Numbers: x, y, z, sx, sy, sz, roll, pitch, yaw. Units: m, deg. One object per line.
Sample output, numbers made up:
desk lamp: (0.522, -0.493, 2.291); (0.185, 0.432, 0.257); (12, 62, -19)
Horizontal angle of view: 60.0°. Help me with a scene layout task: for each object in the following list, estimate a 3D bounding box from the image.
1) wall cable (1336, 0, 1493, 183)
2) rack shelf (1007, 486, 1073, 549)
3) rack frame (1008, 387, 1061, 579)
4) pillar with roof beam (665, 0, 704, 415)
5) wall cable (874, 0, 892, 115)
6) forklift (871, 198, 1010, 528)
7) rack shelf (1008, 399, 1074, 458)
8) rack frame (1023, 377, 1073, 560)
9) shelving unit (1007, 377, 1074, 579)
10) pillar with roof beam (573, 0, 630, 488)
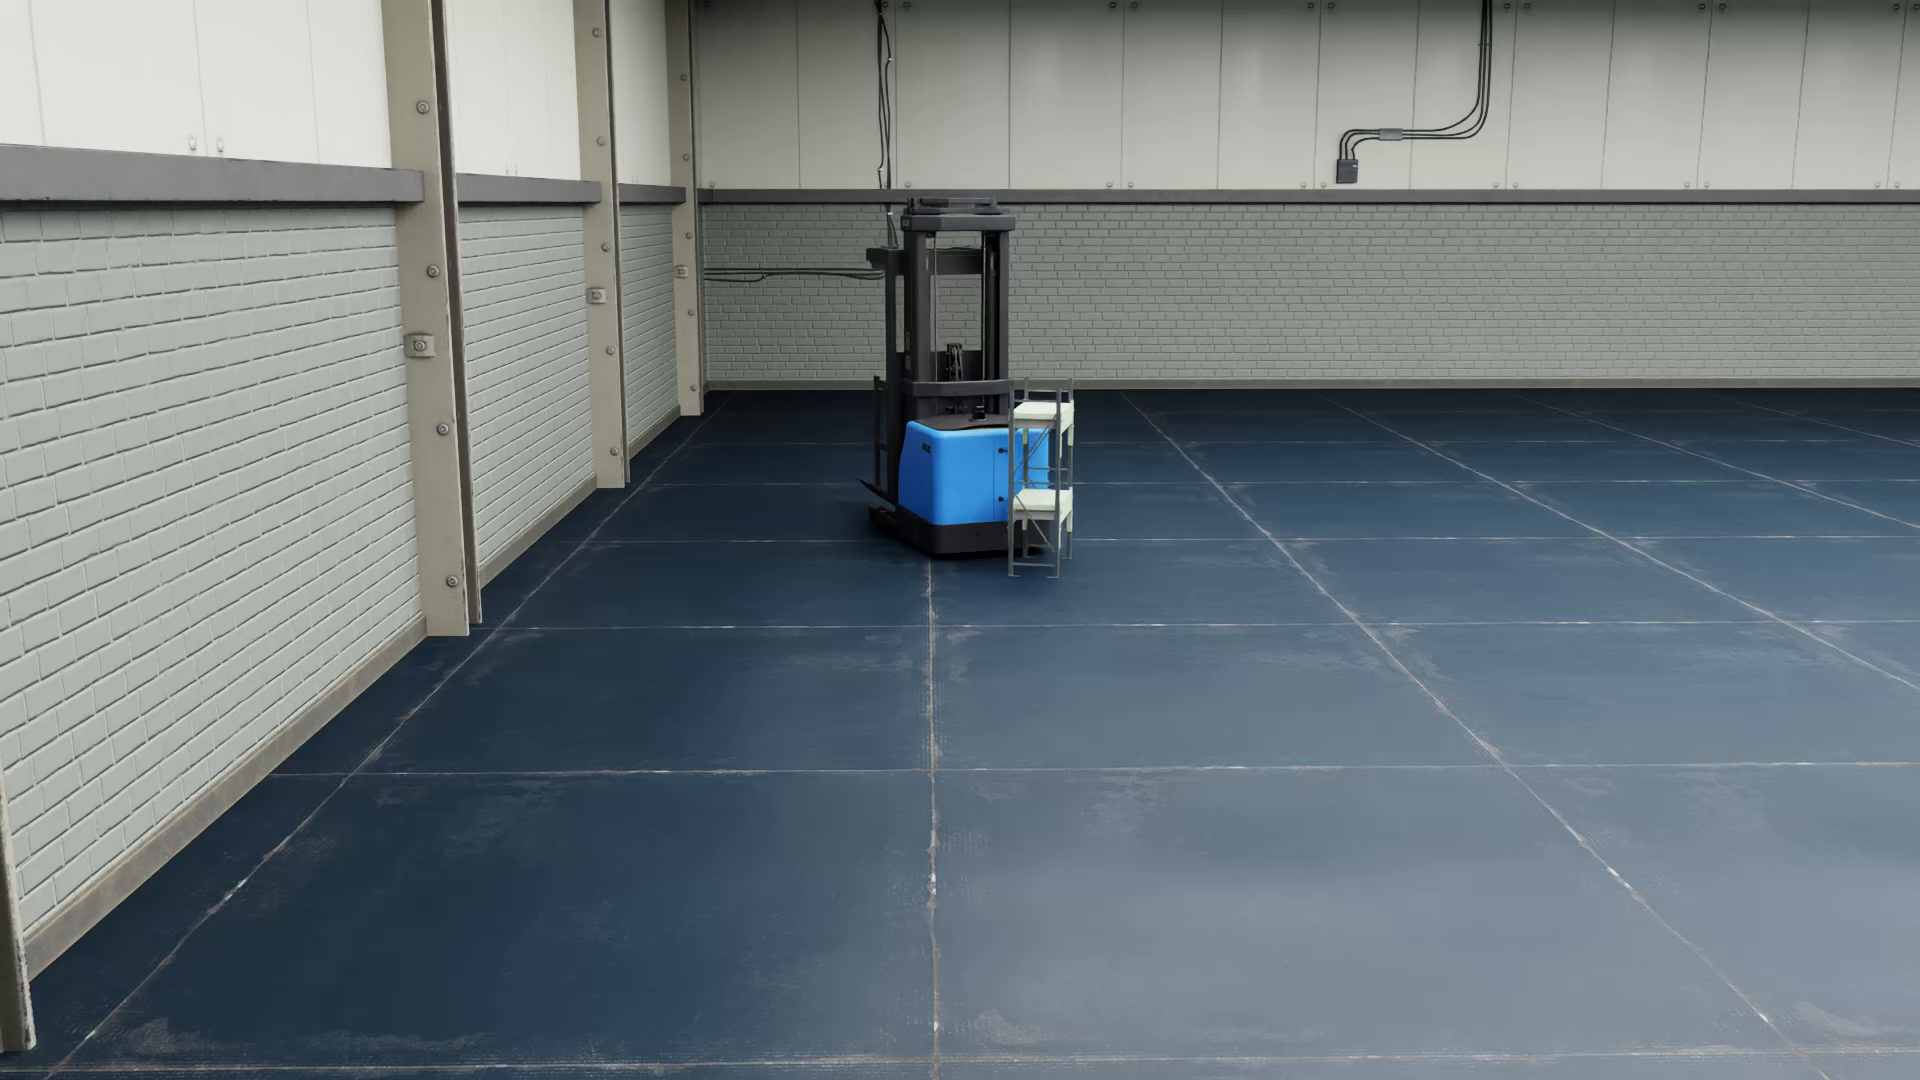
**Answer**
wall cable: (6.986, -8.475, 25.146); (2.305, 6.003, 0.169); (0, 11, -1)
rack shelf: (0.650, -0.191, 13.366); (0.431, 0.370, 0.720); (2, 12, 11)
rack frame: (0.579, -0.439, 12.949); (0.400, 1.500, 0.023); (2, 12, 11)
pillar with roof beam: (0.537, -6.199, 22.481); (9.100, 9.000, 0.400); (0, 11, -1)
wall cable: (0.199, -7.737, 25.169); (3.097, 2.526, 0.112); (0, 11, -1)
forklift: (-0.194, -1.566, 14.908); (1.121, 2.935, 3.031); (-4, 12, -18)
rack shelf: (0.650, -0.893, 13.224); (0.431, 0.370, 0.720); (2, 12, 11)
rack frame: (0.720, -0.582, 13.654); (0.400, 1.500, 0.023); (2, 12, 11)
shelving unit: (0.650, -0.510, 13.301); (0.431, 1.500, 0.755); (2, 12, 11)
pillar with roof beam: (0.661, -5.006, 16.602); (9.100, 9.000, 0.400); (0, 11, -1)
